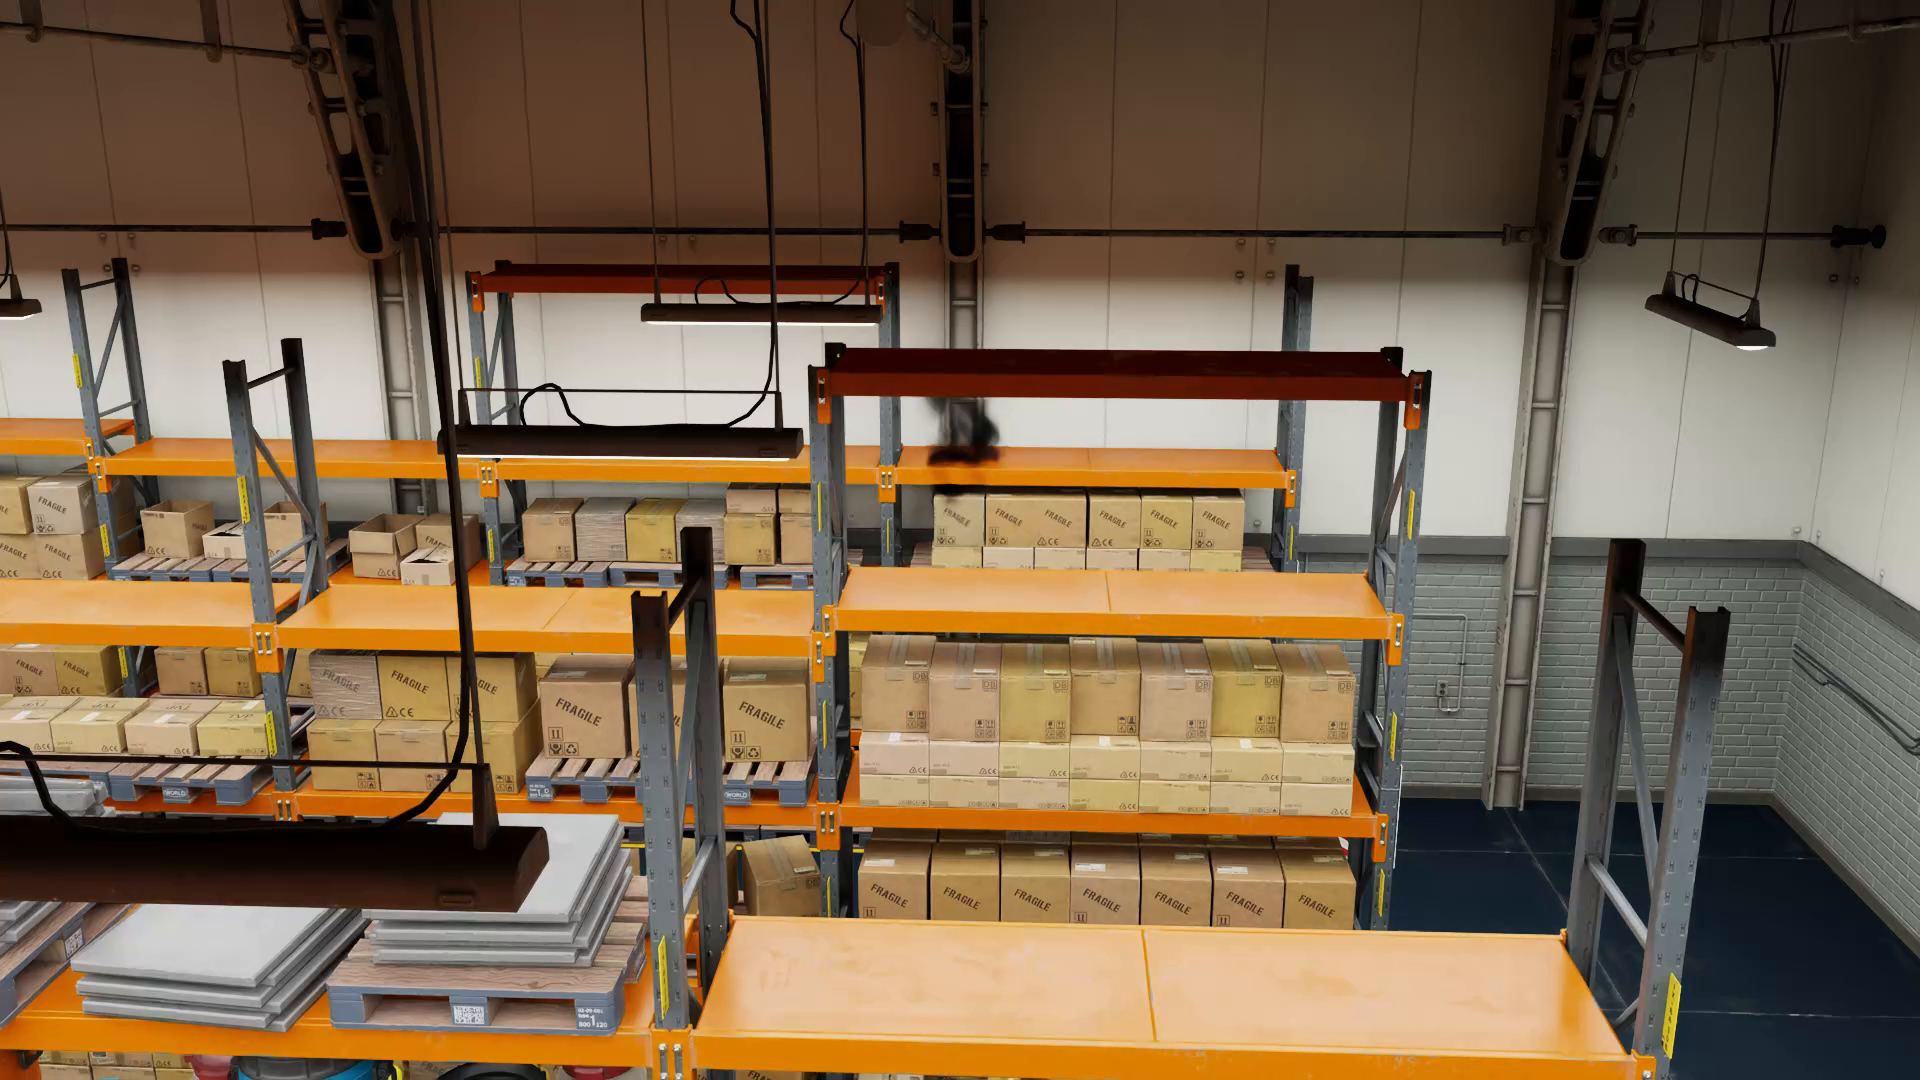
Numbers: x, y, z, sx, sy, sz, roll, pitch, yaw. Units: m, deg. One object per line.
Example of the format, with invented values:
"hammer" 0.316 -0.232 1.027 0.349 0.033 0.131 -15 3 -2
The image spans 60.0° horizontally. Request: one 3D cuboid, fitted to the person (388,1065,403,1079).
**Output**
"person" -3.775 4.231 10.890 0.683 1.795 0.677 -1 16 -3
